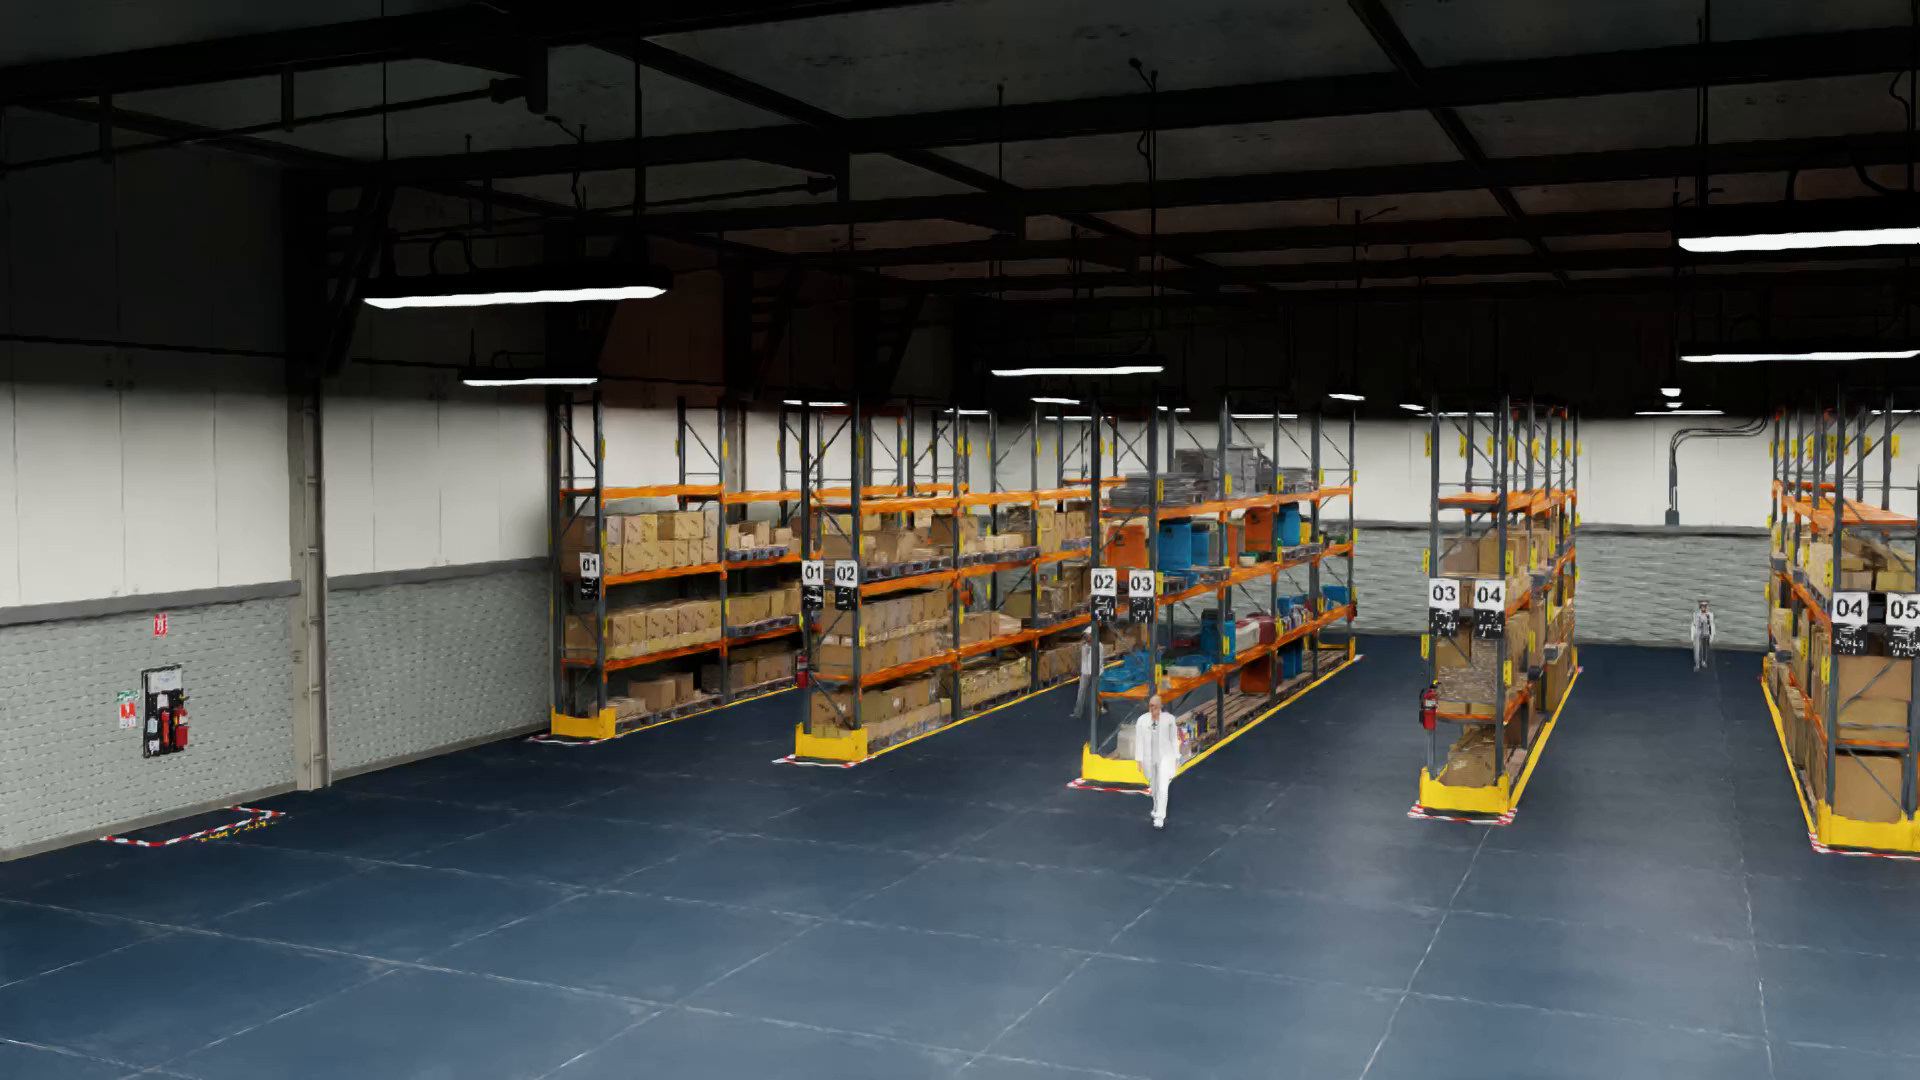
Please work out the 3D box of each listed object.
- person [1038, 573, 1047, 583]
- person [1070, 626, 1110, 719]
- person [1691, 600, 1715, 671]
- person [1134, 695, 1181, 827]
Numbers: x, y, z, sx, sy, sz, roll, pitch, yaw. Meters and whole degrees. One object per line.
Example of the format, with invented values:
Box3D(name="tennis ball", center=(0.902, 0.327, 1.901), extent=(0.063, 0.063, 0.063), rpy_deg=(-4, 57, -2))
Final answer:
Box3D(name="person", center=(2.298, 1.696, 45.286), extent=(0.638, 1.588, 0.531), rpy_deg=(-2, 4, -29))
Box3D(name="person", center=(2.443, 2.437, 30.762), extent=(0.539, 1.715, 1.031), rpy_deg=(2, 4, 32))
Box3D(name="person", center=(16.731, 2.121, 37.426), extent=(0.486, 1.590, 1.079), rpy_deg=(1, 3, 21))
Box3D(name="person", center=(2.607, 2.904, 22.146), extent=(0.601, 1.694, 1.187), rpy_deg=(1, 3, 21))
